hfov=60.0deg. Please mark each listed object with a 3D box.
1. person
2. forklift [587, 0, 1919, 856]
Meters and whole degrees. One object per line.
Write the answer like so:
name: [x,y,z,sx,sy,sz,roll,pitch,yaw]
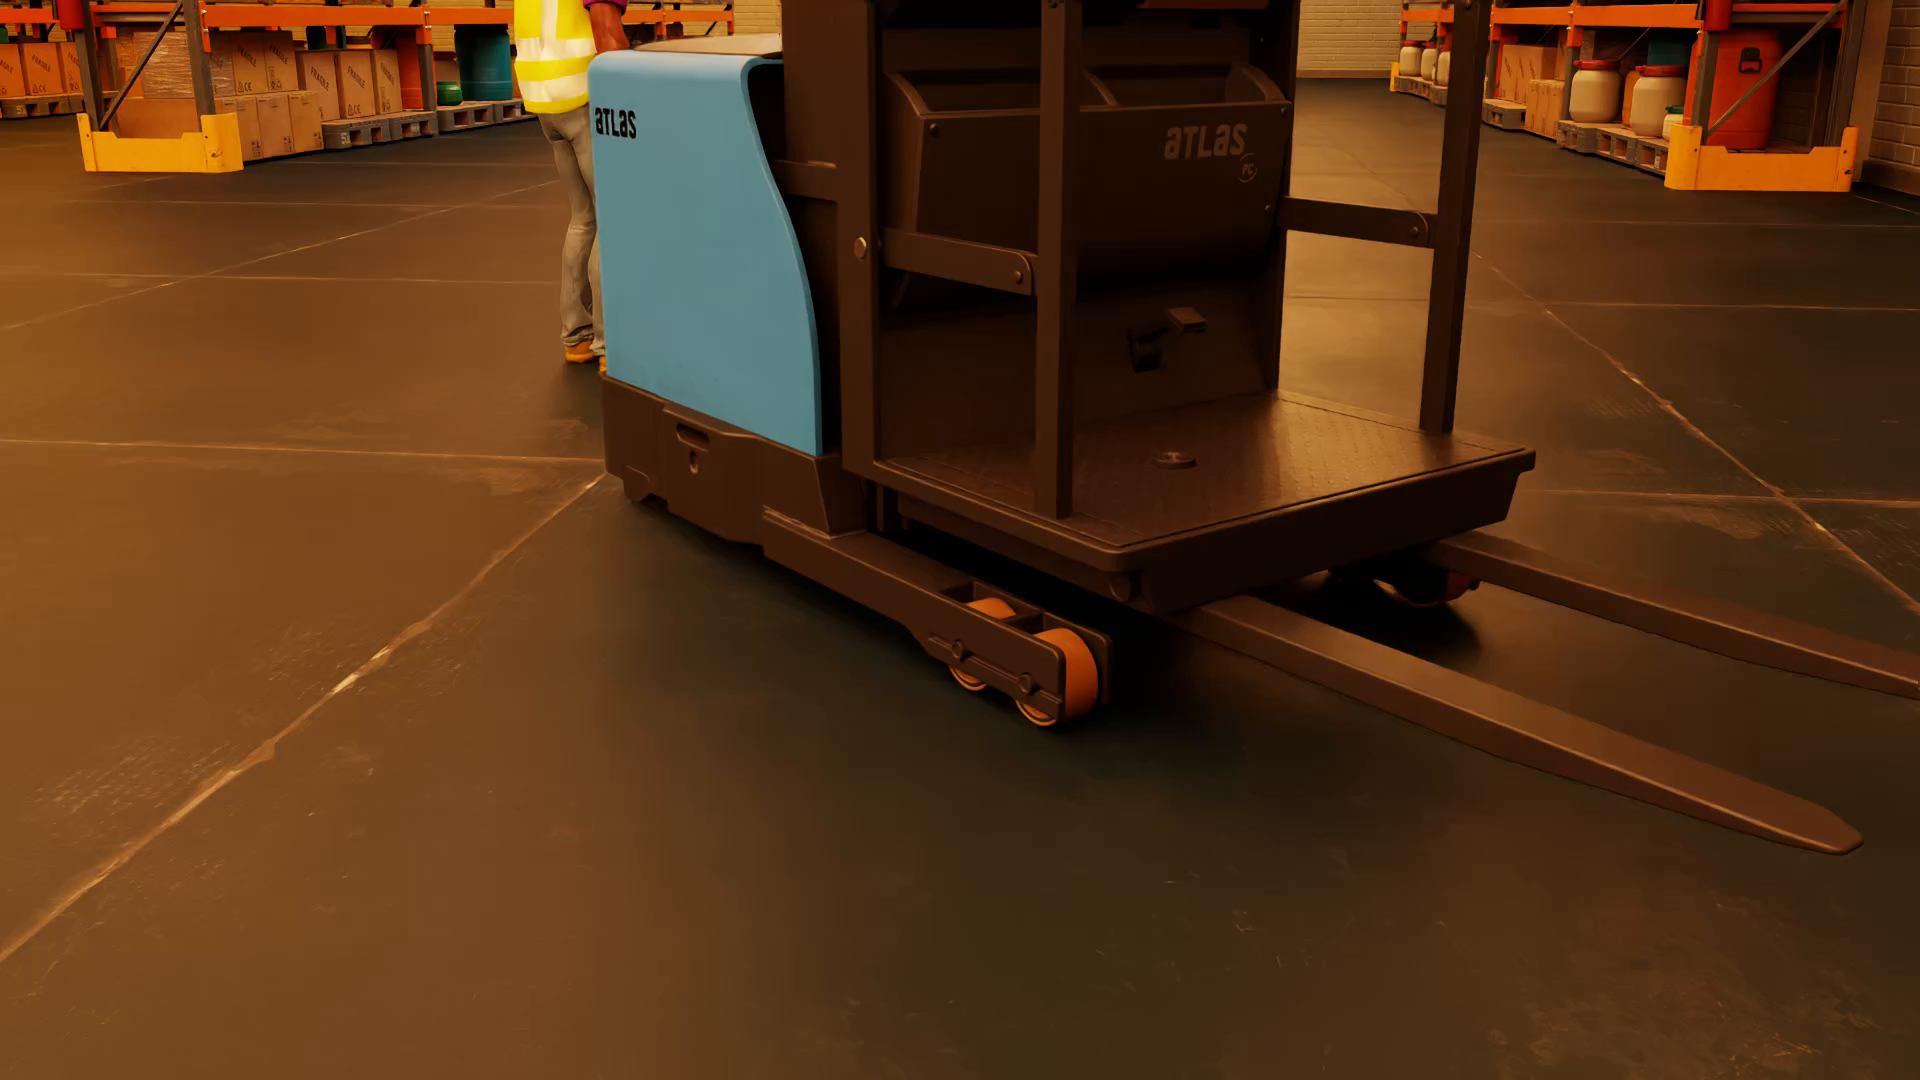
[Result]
person: [-1.211,-1.455,5.522,0.461,1.759,0.630,-12,21,-33]
forklift: [0.393,-1.248,2.908,1.130,2.935,3.031,-13,21,-35]
